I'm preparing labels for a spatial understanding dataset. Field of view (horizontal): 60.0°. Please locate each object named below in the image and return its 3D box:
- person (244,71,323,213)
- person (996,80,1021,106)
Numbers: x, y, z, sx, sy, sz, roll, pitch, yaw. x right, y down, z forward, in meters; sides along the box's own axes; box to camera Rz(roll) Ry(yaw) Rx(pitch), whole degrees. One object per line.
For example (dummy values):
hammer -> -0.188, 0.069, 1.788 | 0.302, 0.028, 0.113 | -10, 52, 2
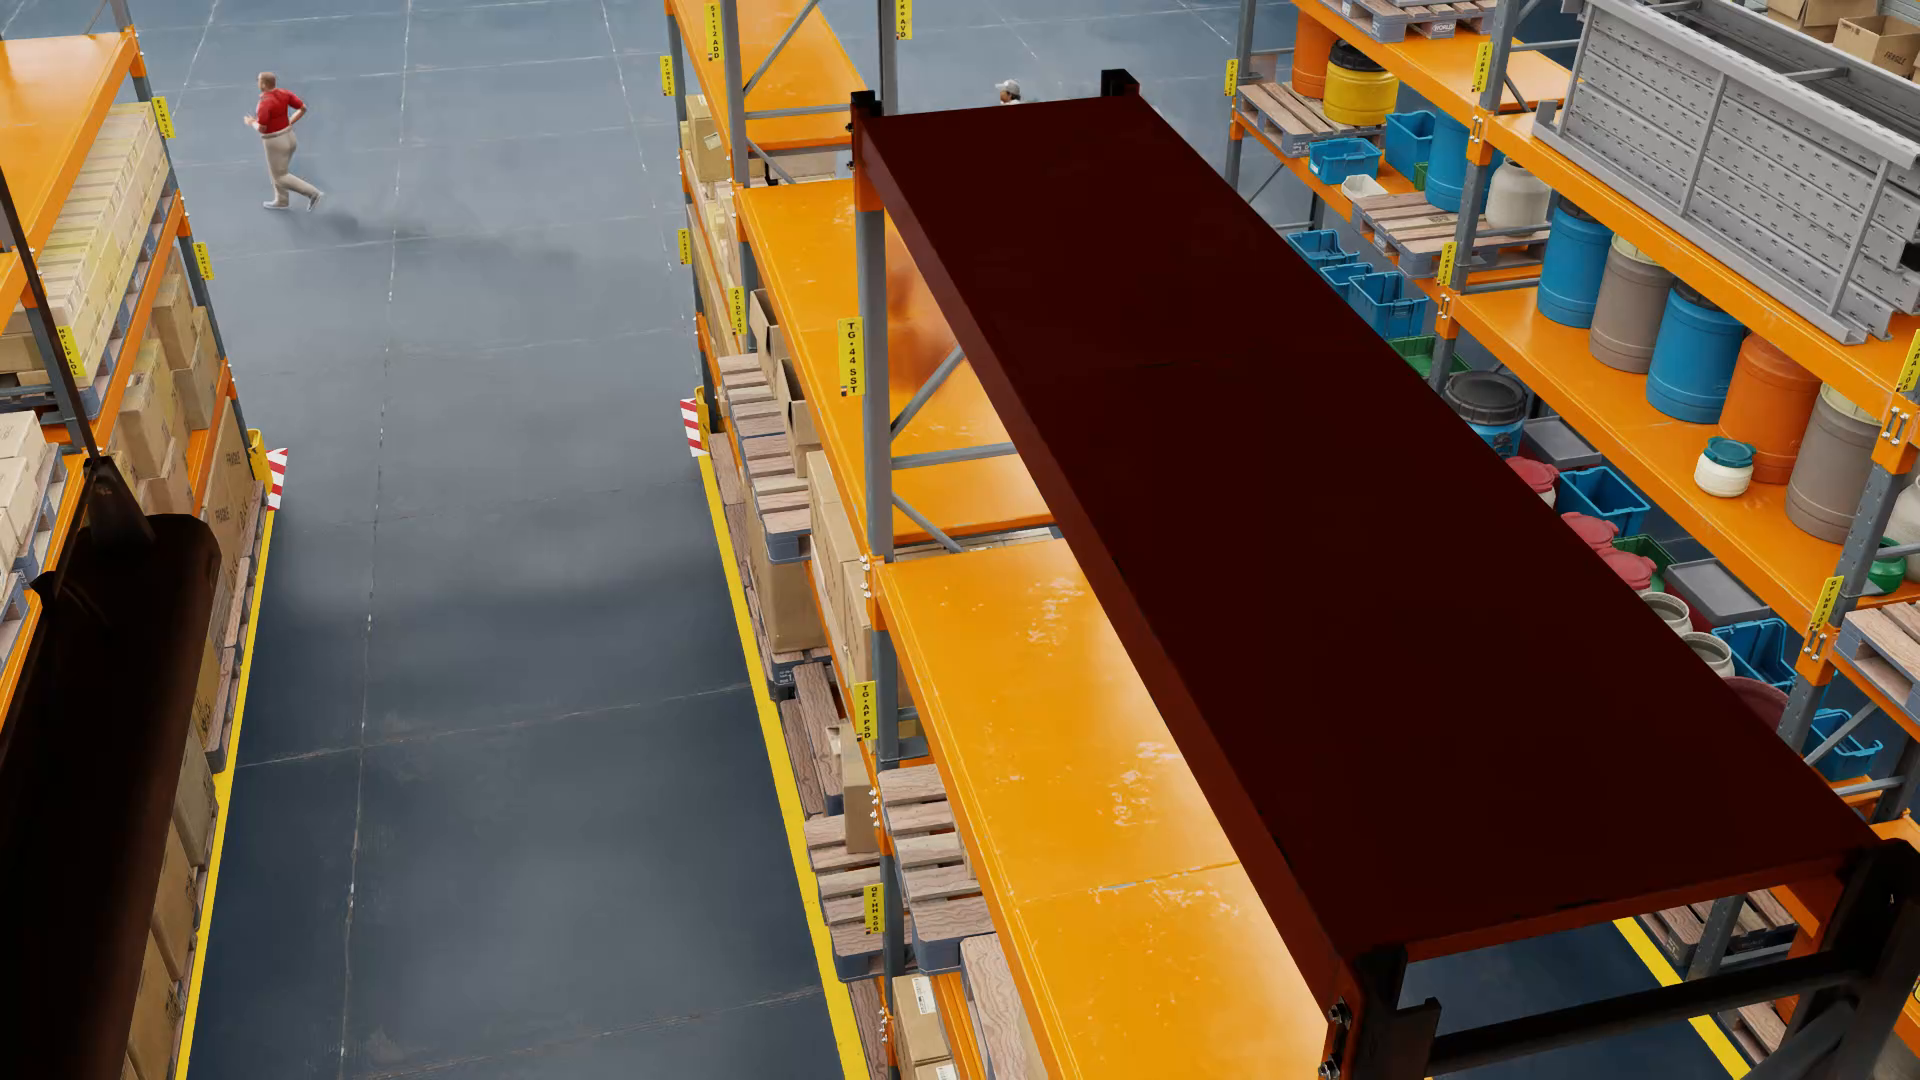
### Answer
person -> -7.884, -4.606, 19.297 | 0.901, 1.696, 0.674 | 8, 35, 11
person -> 0.597, -4.531, 19.287 | 0.607, 1.629, 0.608 | 3, 35, 4
